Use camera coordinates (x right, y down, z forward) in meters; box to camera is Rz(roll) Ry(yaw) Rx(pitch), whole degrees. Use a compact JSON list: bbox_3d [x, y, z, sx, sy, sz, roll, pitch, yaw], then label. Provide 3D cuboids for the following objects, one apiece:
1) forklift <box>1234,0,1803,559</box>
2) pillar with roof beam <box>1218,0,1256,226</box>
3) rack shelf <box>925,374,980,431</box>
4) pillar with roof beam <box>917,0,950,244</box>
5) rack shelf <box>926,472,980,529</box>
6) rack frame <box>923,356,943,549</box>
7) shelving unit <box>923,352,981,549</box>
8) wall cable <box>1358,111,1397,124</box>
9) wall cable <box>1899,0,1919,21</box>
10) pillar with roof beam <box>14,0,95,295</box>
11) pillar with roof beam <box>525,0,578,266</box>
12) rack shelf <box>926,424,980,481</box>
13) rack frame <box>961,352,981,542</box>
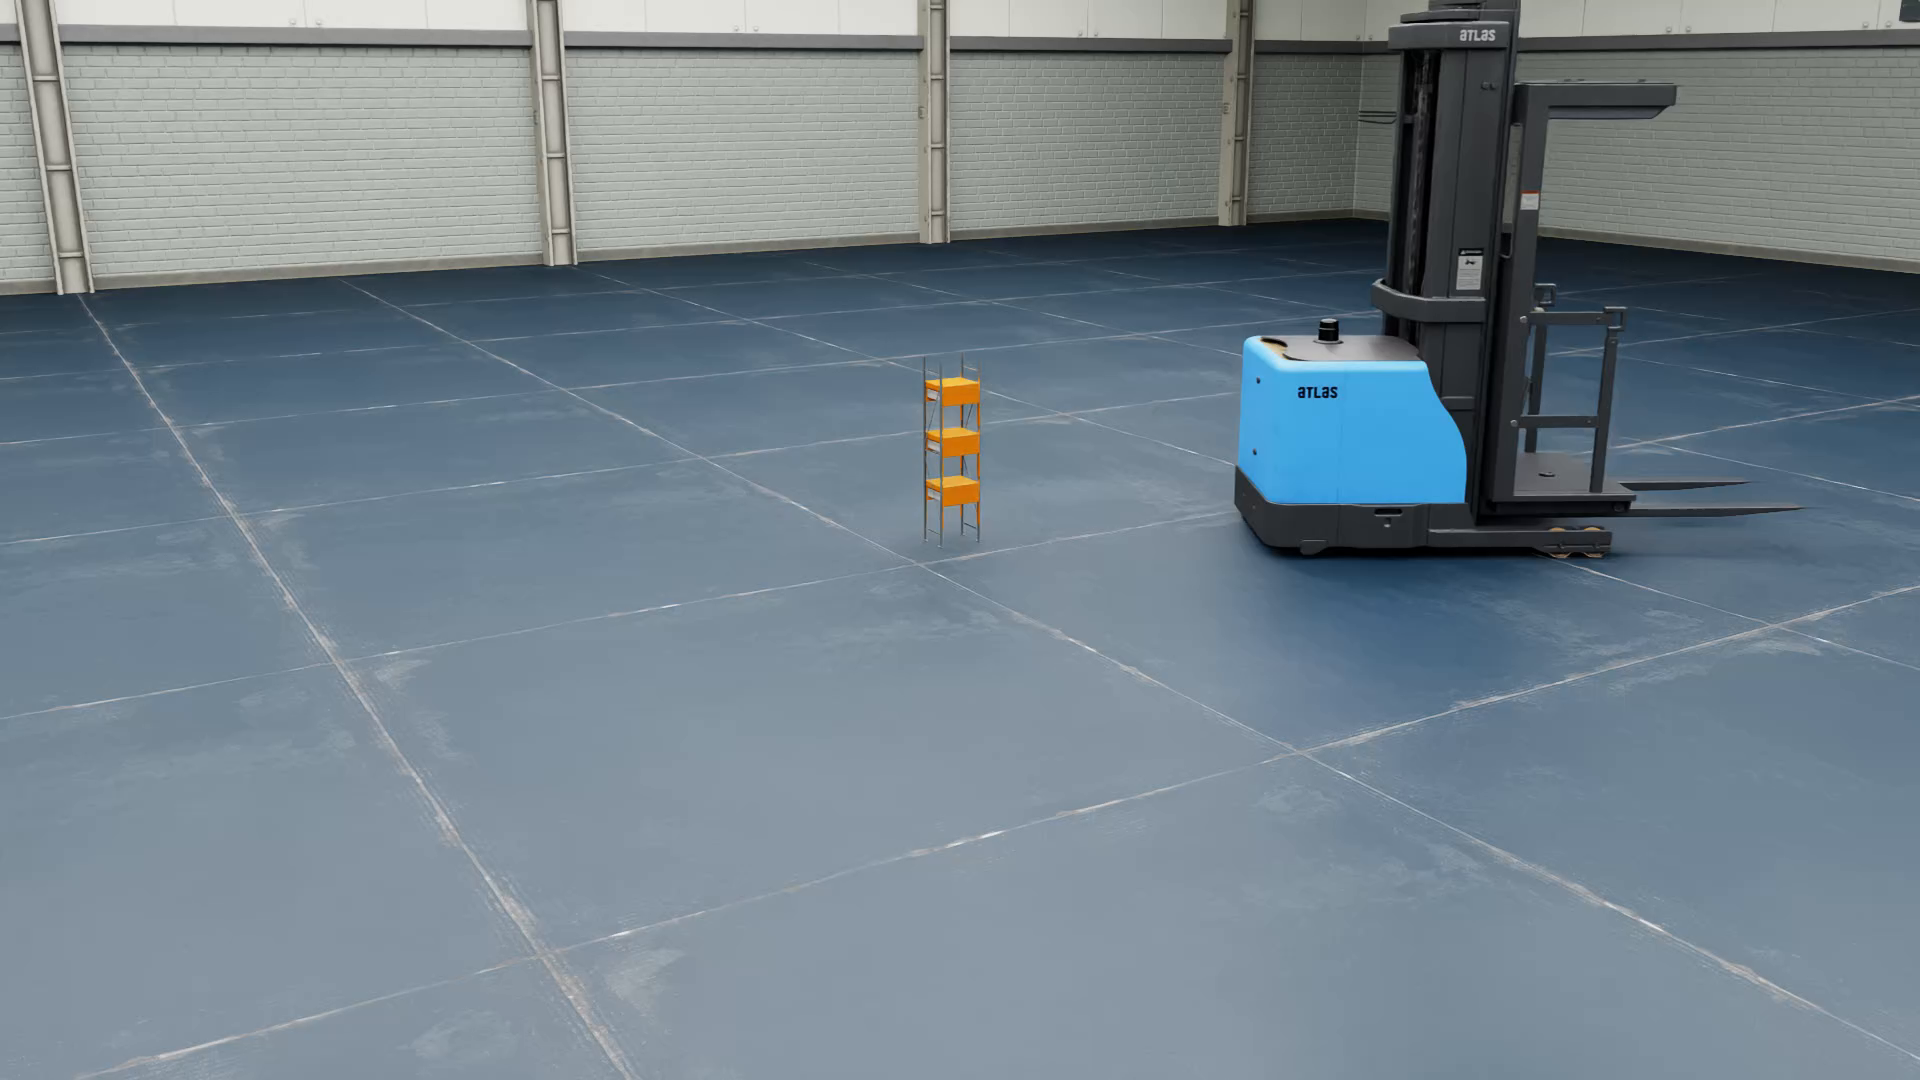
[{"bbox_3d":[3.160,-1.454,9.167,3.031,2.935,1.130,0,16,-2],"label":"forklift"},{"bbox_3d":[6.961,-8.834,24.251,0.400,9.000,9.100,-9,18,-30],"label":"pillar with roof beam"},{"bbox_3d":[-0.046,-0.761,9.168,0.240,0.259,0.215,-9,18,-30],"label":"rack shelf"},{"bbox_3d":[1.818,-8.000,21.276,0.400,9.000,9.100,-9,18,-30],"label":"pillar with roof beam"},{"bbox_3d":[-0.046,-0.220,9.319,0.240,0.259,0.215,-9,18,-30],"label":"rack shelf"},{"bbox_3d":[-0.150,-0.481,9.181,0.008,1.050,0.200,-9,18,-30],"label":"rack frame"},{"bbox_3d":[-0.046,-0.498,9.242,0.252,1.050,0.215,-9,18,-30],"label":"shelving unit"},{"bbox_3d":[7.950,-8.438,28.593,0.112,2.526,3.097,-9,18,-30],"label":"wall cable"},{"bbox_3d":[12.826,-9.372,19.871,0.169,6.003,2.305,-9,18,-30],"label":"wall cable"},{"bbox_3d":[-8.469,-6.332,15.325,0.400,9.000,9.100,-9,18,-30],"label":"pillar with roof beam"},{"bbox_3d":[-3.325,-7.166,18.301,0.400,9.000,9.100,-9,18,-30],"label":"pillar with roof beam"},{"bbox_3d":[-0.046,-0.488,9.244,0.240,0.259,0.215,-9,18,-30],"label":"rack shelf"},{"bbox_3d":[0.059,-0.515,9.302,0.008,1.050,0.200,-9,18,-30],"label":"rack frame"}]
